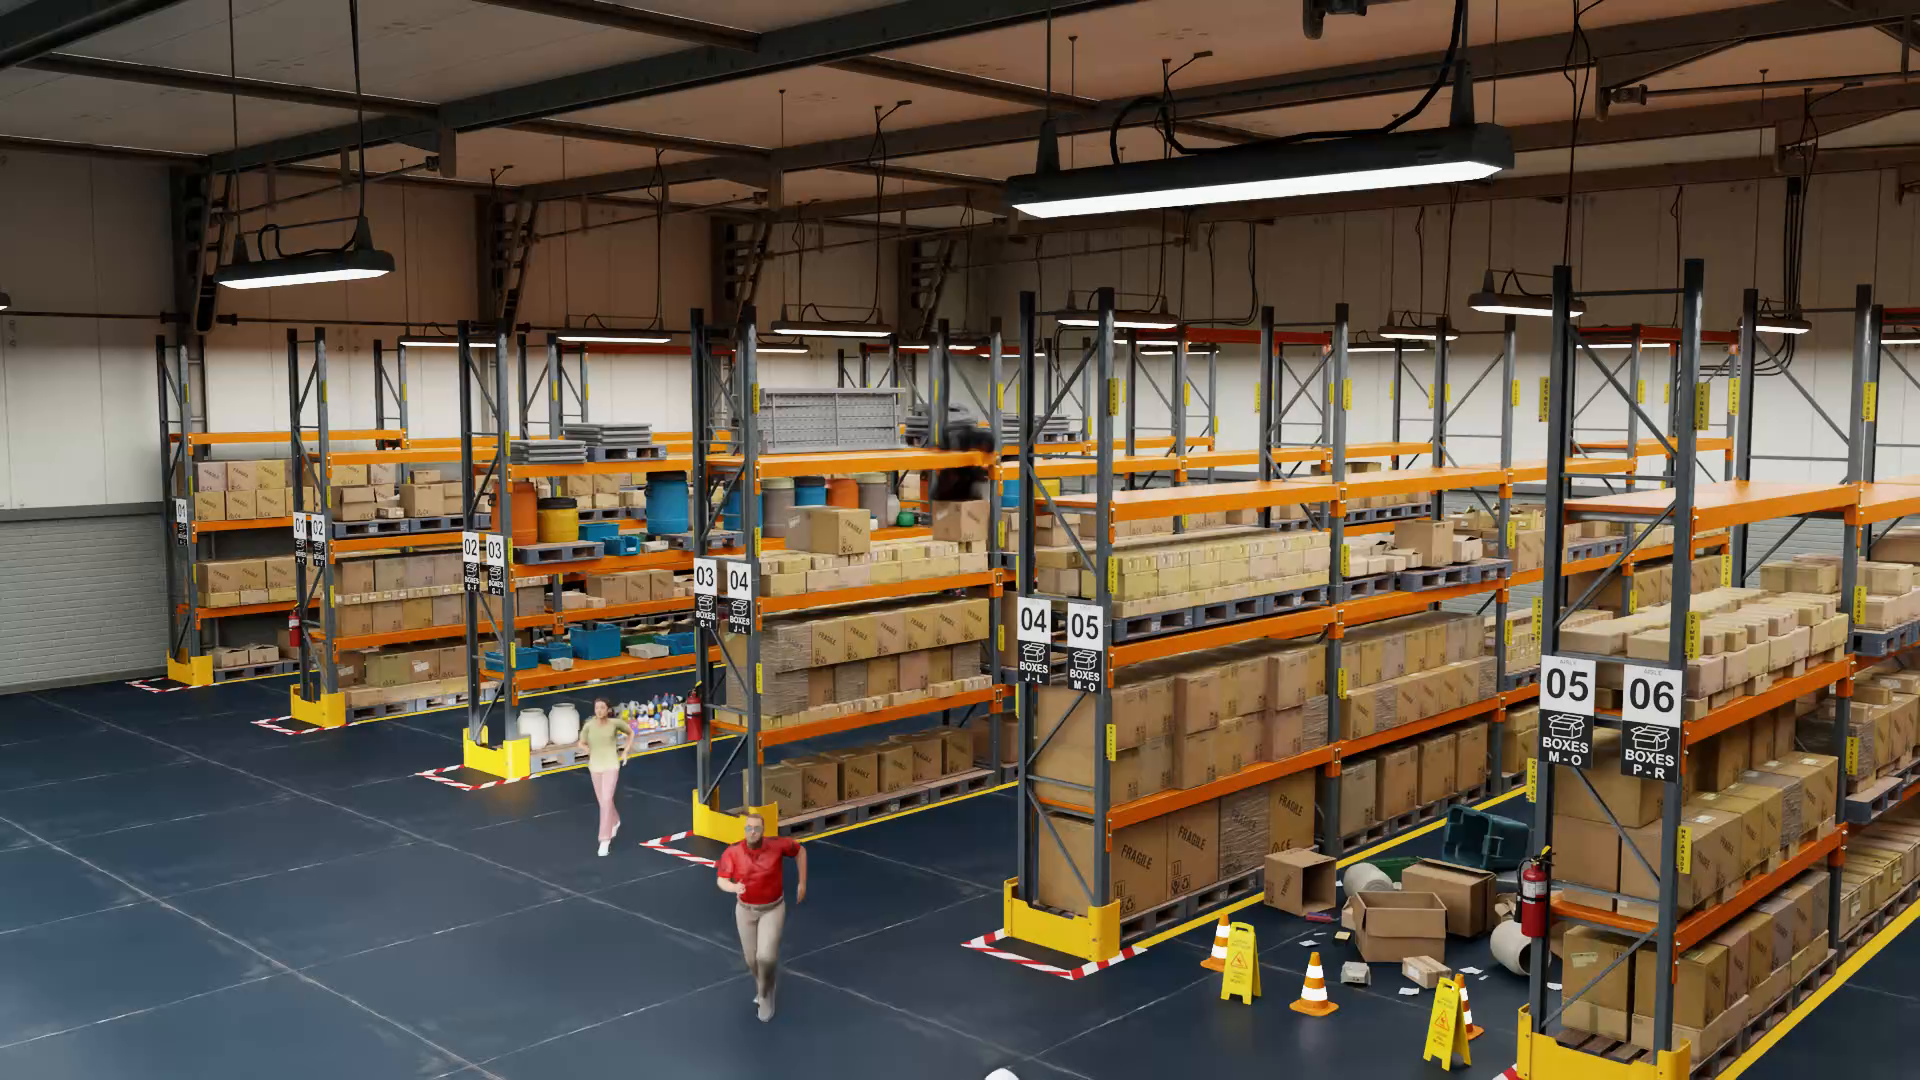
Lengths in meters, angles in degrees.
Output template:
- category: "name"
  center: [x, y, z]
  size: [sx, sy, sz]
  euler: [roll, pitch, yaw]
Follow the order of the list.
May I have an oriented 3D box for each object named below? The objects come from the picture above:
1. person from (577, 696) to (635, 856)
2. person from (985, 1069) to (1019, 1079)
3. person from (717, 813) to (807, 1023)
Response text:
- category: "person"
  center: [-3.967, 2.582, 18.540]
  size: [0.570, 1.702, 0.822]
  euler: [1, 5, 11]
- category: "person"
  center: [0.200, 3.517, 8.470]
  size: [0.684, 1.757, 0.791]
  euler: [0, 5, -3]
- category: "person"
  center: [-1.613, 3.048, 13.510]
  size: [0.694, 1.723, 0.830]
  euler: [0, 5, 2]
